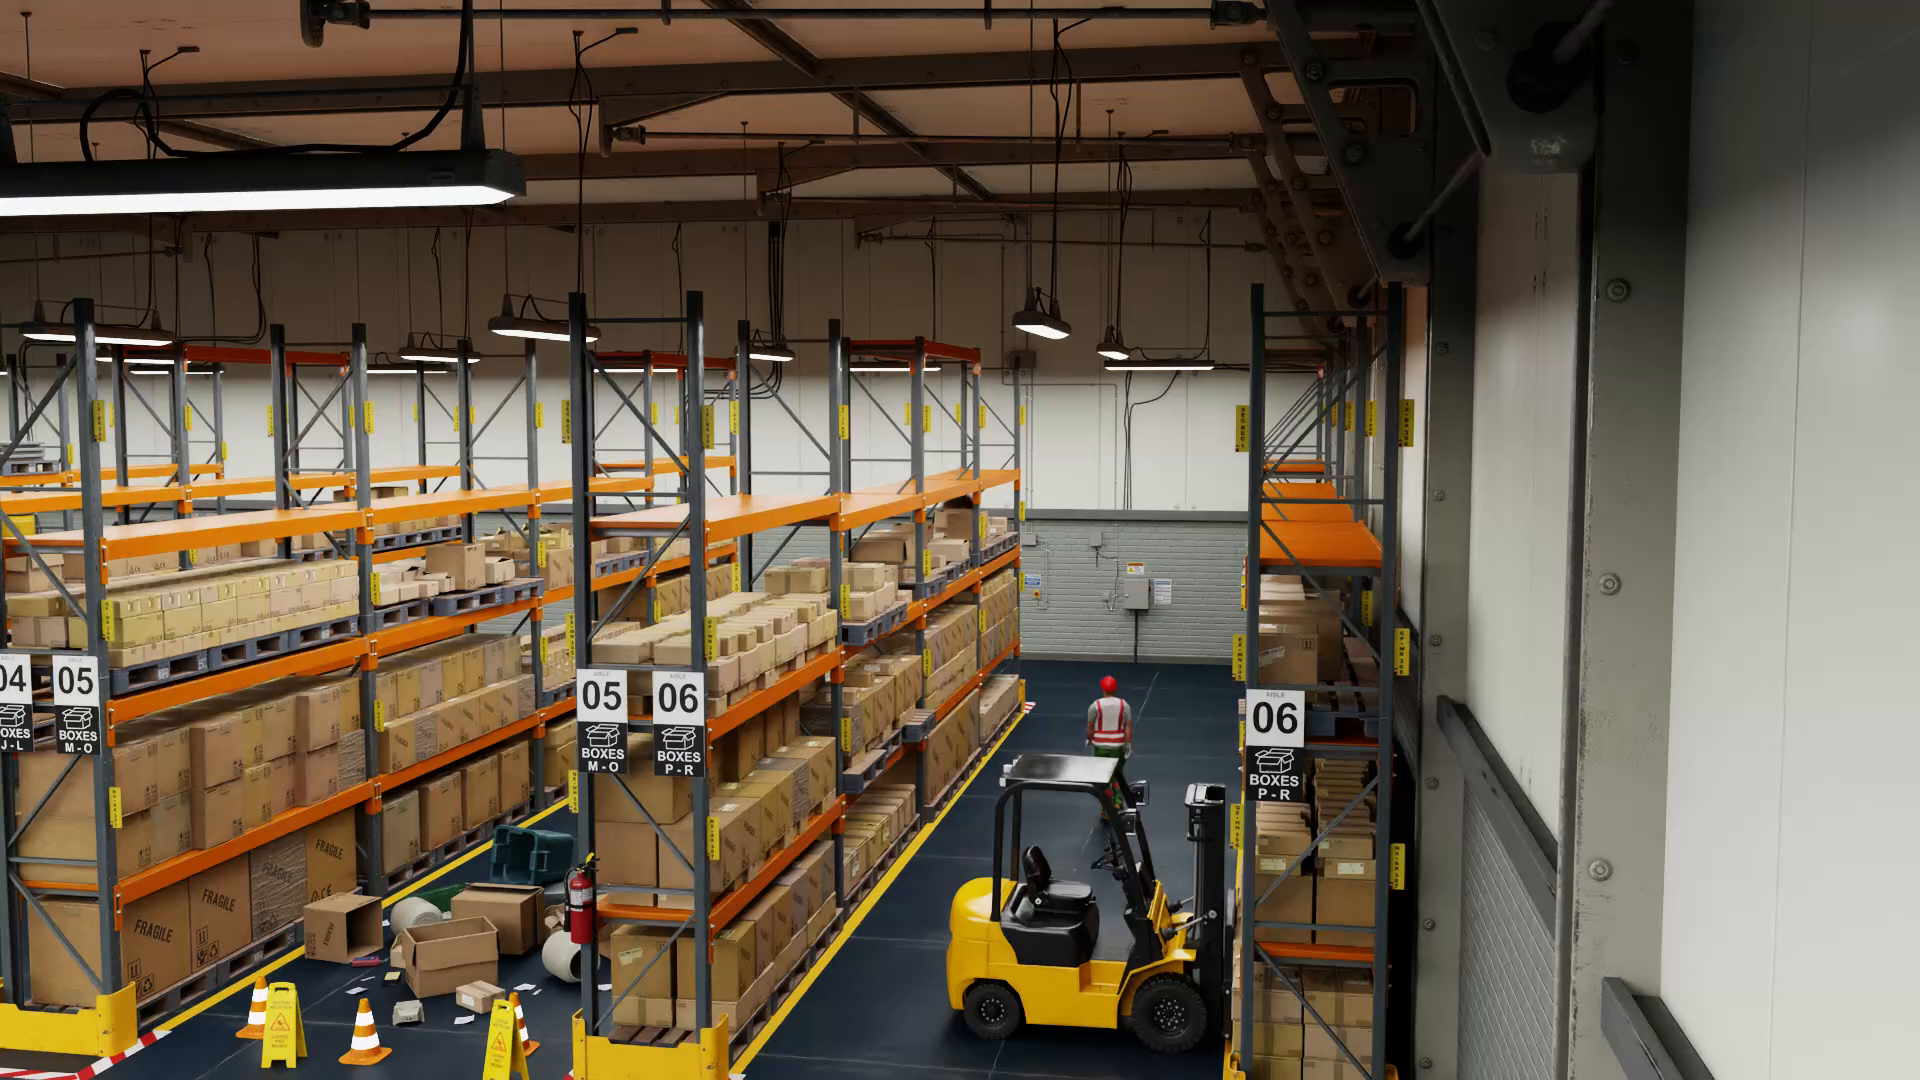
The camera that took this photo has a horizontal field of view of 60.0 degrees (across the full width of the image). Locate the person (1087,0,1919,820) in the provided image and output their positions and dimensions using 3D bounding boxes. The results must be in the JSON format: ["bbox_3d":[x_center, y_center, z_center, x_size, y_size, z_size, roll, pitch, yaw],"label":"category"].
[{"bbox_3d":[1.806,-0.178,10.483,1.280,9.004,20.614,0,5,-2],"label":"person"}]
